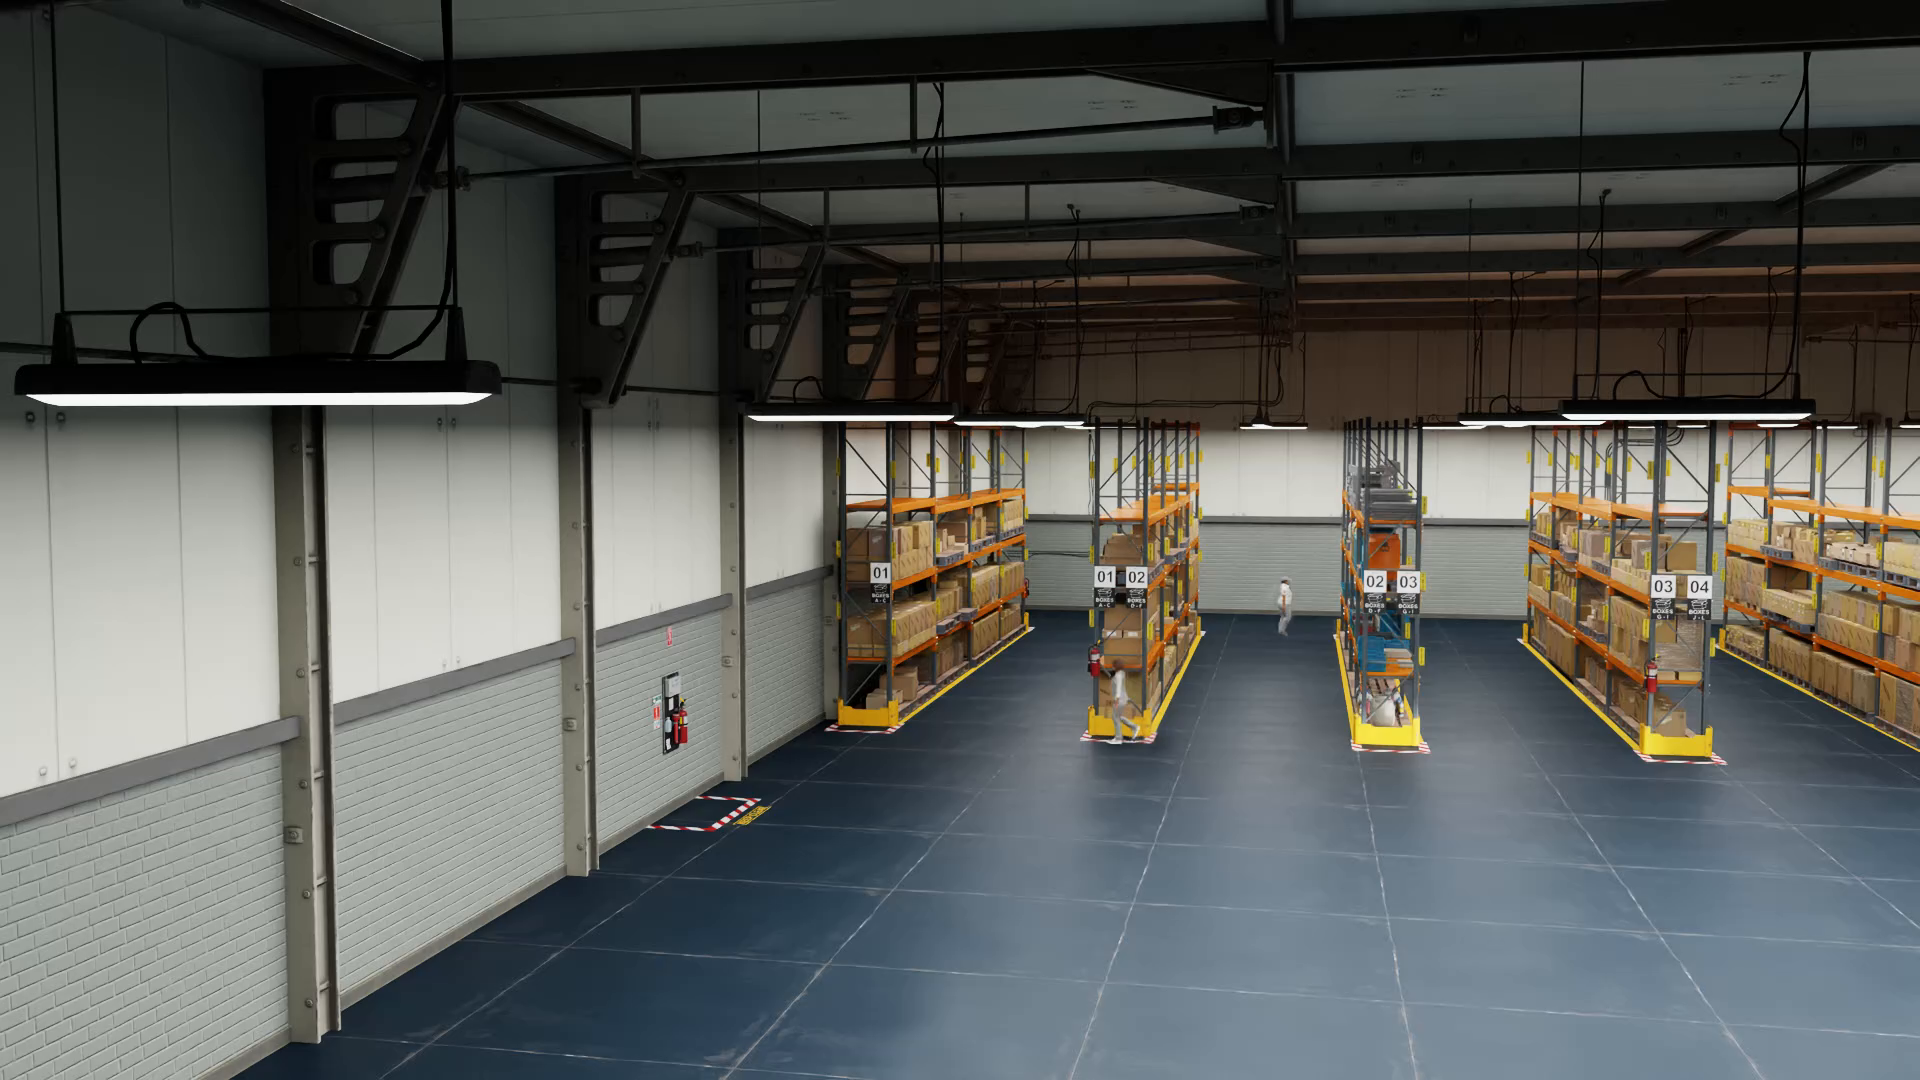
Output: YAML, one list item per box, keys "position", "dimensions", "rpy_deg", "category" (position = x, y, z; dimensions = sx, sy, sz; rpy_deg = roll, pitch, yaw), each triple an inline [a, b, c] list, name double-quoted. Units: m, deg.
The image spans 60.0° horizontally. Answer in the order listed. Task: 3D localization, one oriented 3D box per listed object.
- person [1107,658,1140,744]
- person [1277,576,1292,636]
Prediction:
- position: [3.000, 2.944, 30.430]
  dimensions: [0.605, 1.578, 0.413]
  rpy_deg: [0, 4, 4]
  category: "person"
- position: [9.176, 1.870, 46.926]
  dimensions: [0.415, 1.713, 0.518]
  rpy_deg: [0, 4, -1]
  category: "person"
